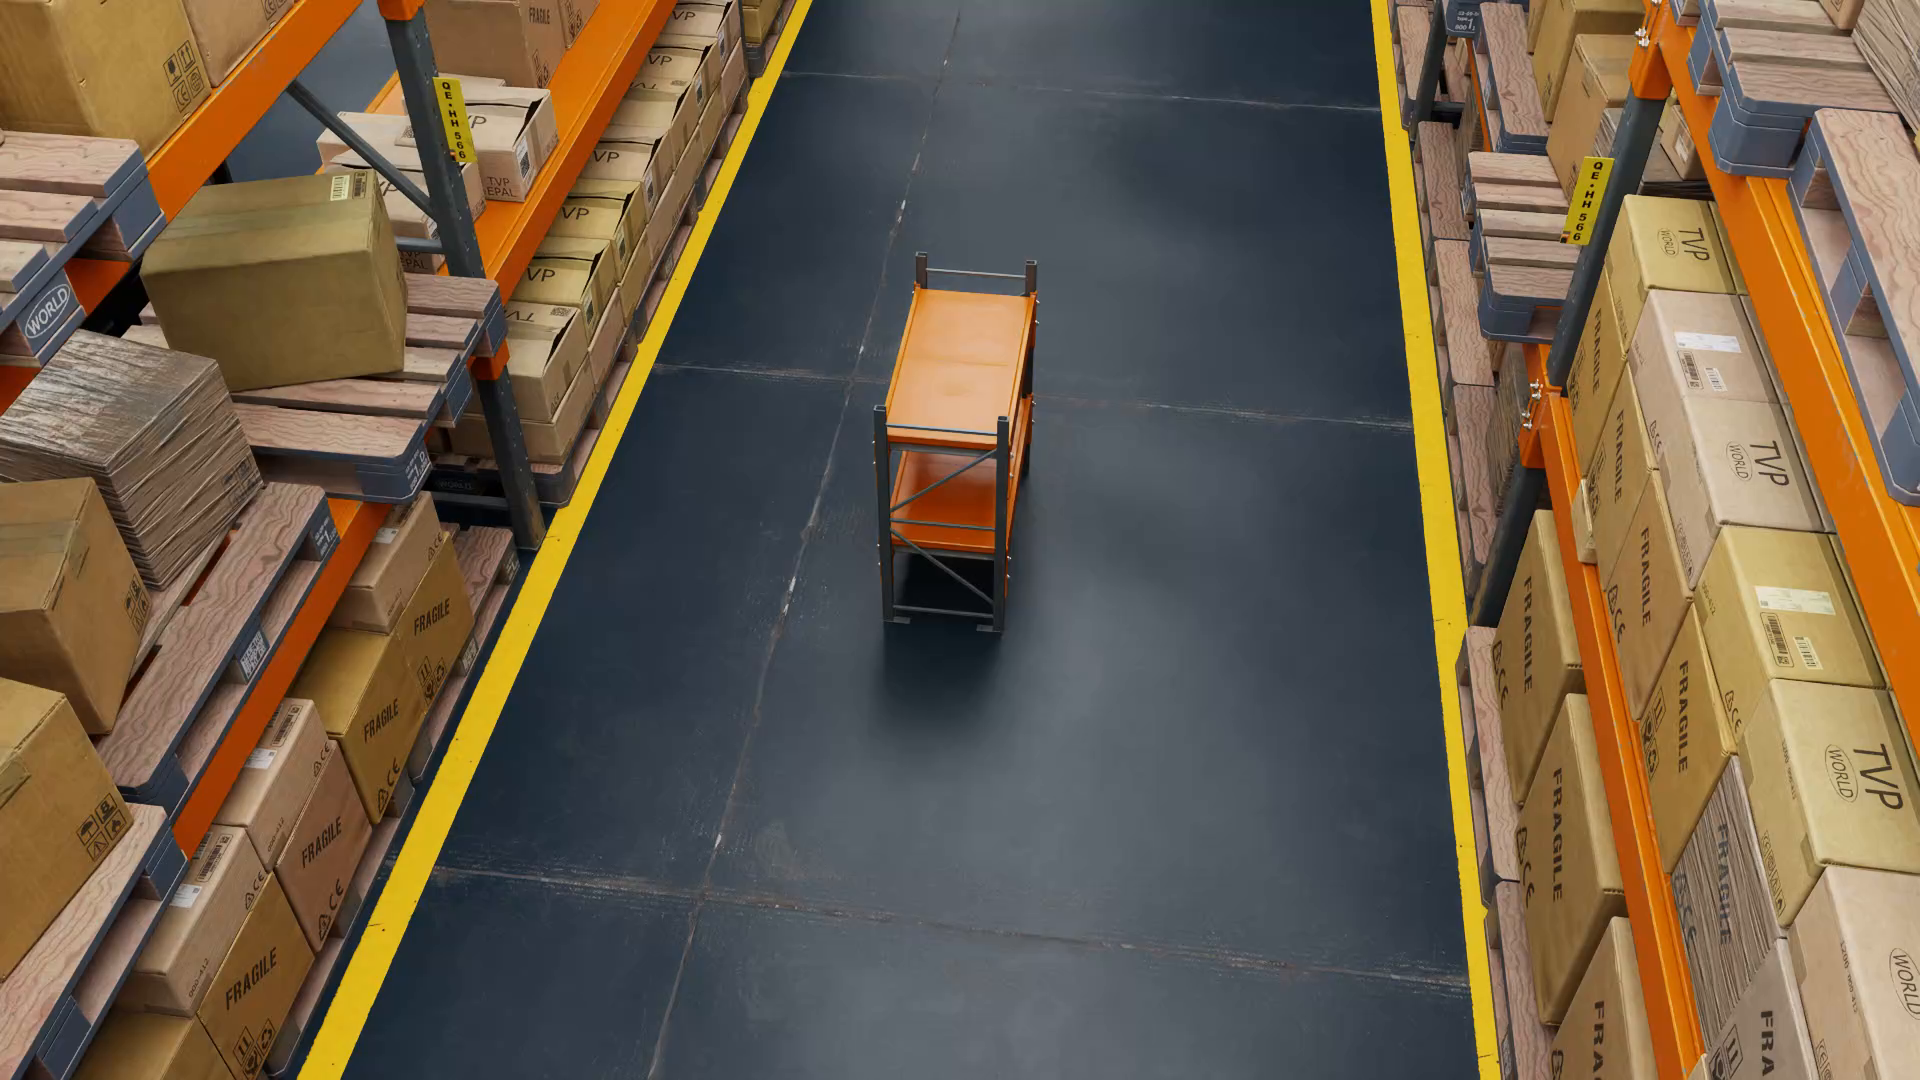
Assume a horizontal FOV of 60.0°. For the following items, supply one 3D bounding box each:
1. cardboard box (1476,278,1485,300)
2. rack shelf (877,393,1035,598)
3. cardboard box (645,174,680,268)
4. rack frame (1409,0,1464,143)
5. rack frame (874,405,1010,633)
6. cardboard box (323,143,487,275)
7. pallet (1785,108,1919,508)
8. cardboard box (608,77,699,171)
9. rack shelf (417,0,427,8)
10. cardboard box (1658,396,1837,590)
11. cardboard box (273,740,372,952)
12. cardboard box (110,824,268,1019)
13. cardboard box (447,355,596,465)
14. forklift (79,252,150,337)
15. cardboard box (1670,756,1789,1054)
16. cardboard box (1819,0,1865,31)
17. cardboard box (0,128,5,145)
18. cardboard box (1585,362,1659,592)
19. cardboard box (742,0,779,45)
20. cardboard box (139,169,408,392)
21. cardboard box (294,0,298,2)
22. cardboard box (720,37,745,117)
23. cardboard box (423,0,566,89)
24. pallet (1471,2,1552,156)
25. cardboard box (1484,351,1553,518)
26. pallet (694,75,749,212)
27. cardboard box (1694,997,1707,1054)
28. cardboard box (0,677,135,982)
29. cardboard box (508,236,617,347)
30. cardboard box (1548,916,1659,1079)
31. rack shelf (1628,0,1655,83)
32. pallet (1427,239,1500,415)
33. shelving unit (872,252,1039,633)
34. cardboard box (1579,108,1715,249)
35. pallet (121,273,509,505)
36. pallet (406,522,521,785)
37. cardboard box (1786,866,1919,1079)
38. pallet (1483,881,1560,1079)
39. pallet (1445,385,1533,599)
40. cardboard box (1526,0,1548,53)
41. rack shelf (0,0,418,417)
[{"bbox_3d":[2.920,-1.449,8.097,0.700,0.500,0.500,6,44,6],"label":"cardboard box"},{"bbox_3d":[-0.001,-0.226,7.026,0.538,0.278,1.000,5,44,6],"label":"rack shelf"},{"bbox_3d":[-1.756,-1.654,8.509,0.500,0.250,0.500,6,44,6],"label":"cardboard box"},{"bbox_3d":[3.127,-3.401,8.660,1.000,3.000,0.127,5,44,6],"label":"rack frame"},{"bbox_3d":[-0.068,-0.057,6.492,0.500,1.125,0.032,5,44,6],"label":"rack frame"},{"bbox_3d":[-2.222,-1.334,6.542,0.500,0.311,0.500,8,44,8],"label":"cardboard box"},{"bbox_3d":[2.420,-0.489,3.541,1.003,0.211,1.213,7,44,7],"label":"pallet"},{"bbox_3d":[-1.684,-2.209,8.688,0.500,0.311,0.500,5,44,5],"label":"cardboard box"},{"bbox_3d":[-2.049,-3.314,6.909,1.077,0.370,4.000,5,44,6],"label":"rack shelf"},{"bbox_3d":[2.150,-0.105,4.331,0.500,0.250,0.500,6,44,6],"label":"cardboard box"},{"bbox_3d":[-2.336,0.995,5.516,0.500,0.500,0.500,4,44,4],"label":"cardboard box"},{"bbox_3d":[-2.404,1.090,4.870,0.500,0.250,0.500,5,44,6],"label":"cardboard box"},{"bbox_3d":[-1.953,-0.607,7.404,0.500,0.250,0.500,5,44,5],"label":"cardboard box"},{"bbox_3d":[-4.794,-1.659,6.871,1.130,2.935,3.031,7,44,7],"label":"forklift"},{"bbox_3d":[2.013,0.872,3.844,0.500,0.500,0.500,5,44,6],"label":"cardboard box"},{"bbox_3d":[2.592,-1.631,4.216,0.700,0.500,0.500,2,43,2],"label":"cardboard box"},{"bbox_3d":[-2.529,-0.957,3.446,0.600,0.600,0.600,4,44,4],"label":"cardboard box"},{"bbox_3d":[2.201,-0.163,4.936,0.500,0.500,0.500,7,44,7],"label":"cardboard box"},{"bbox_3d":[-1.422,-3.291,10.239,0.500,0.250,0.500,5,44,6],"label":"cardboard box"},{"bbox_3d":[-2.284,-0.872,5.611,0.700,0.500,0.500,-8,44,-9],"label":"cardboard box"},{"bbox_3d":[-2.337,-1.948,4.871,0.910,0.500,0.500,5,44,6],"label":"cardboard box"},{"bbox_3d":[-1.552,-2.694,9.608,0.500,0.250,0.500,5,44,5],"label":"cardboard box"},{"bbox_3d":[-2.107,-2.304,7.429,0.500,0.500,0.500,3,44,3],"label":"cardboard box"},{"bbox_3d":[2.819,-1.958,7.276,1.003,0.211,1.213,5,44,6],"label":"pallet"},{"bbox_3d":[2.641,-0.422,7.012,0.700,0.500,0.500,6,44,6],"label":"cardboard box"},{"bbox_3d":[-1.843,-2.330,9.558,1.003,0.211,1.213,5,44,6],"label":"pallet"},{"bbox_3d":[1.997,1.187,3.983,0.380,0.149,0.250,5,44,6],"label":"cardboard box"},{"bbox_3d":[-2.529,0.638,4.017,0.700,0.500,0.500,12,45,12],"label":"cardboard box"},{"bbox_3d":[-1.892,-1.169,7.590,0.500,0.311,0.500,4,44,4],"label":"cardboard box"},{"bbox_3d":[2.141,1.618,4.617,0.750,0.750,0.750,6,44,7],"label":"cardboard box"},{"bbox_3d":[2.862,-2.866,6.437,1.077,0.370,4.000,5,44,6],"label":"rack shelf"},{"bbox_3d":[2.866,-1.024,8.178,1.003,0.211,1.213,5,44,6],"label":"pallet"},{"bbox_3d":[-0.001,-0.404,6.858,0.538,1.125,1.048,5,44,6],"label":"shelving unit"},{"bbox_3d":[2.650,-1.192,5.935,0.700,0.500,0.500,1,43,1],"label":"cardboard box"},{"bbox_3d":[-2.333,-0.585,5.825,1.213,0.211,1.003,5,44,6],"label":"pallet"},{"bbox_3d":[-2.449,0.395,6.679,1.003,0.211,1.213,5,44,6],"label":"pallet"},{"bbox_3d":[1.954,0.938,3.229,0.500,0.250,0.500,6,44,6],"label":"cardboard box"},{"bbox_3d":[2.255,1.697,5.304,1.003,0.211,1.213,5,44,6],"label":"pallet"},{"bbox_3d":[2.703,-0.195,7.302,1.003,0.211,1.213,5,44,6],"label":"pallet"},{"bbox_3d":[2.888,-2.421,7.233,0.700,0.500,0.500,11,45,11],"label":"cardboard box"},{"bbox_3d":[-2.577,-0.588,4.030,1.077,0.370,4.000,5,44,6],"label":"rack shelf"}]
